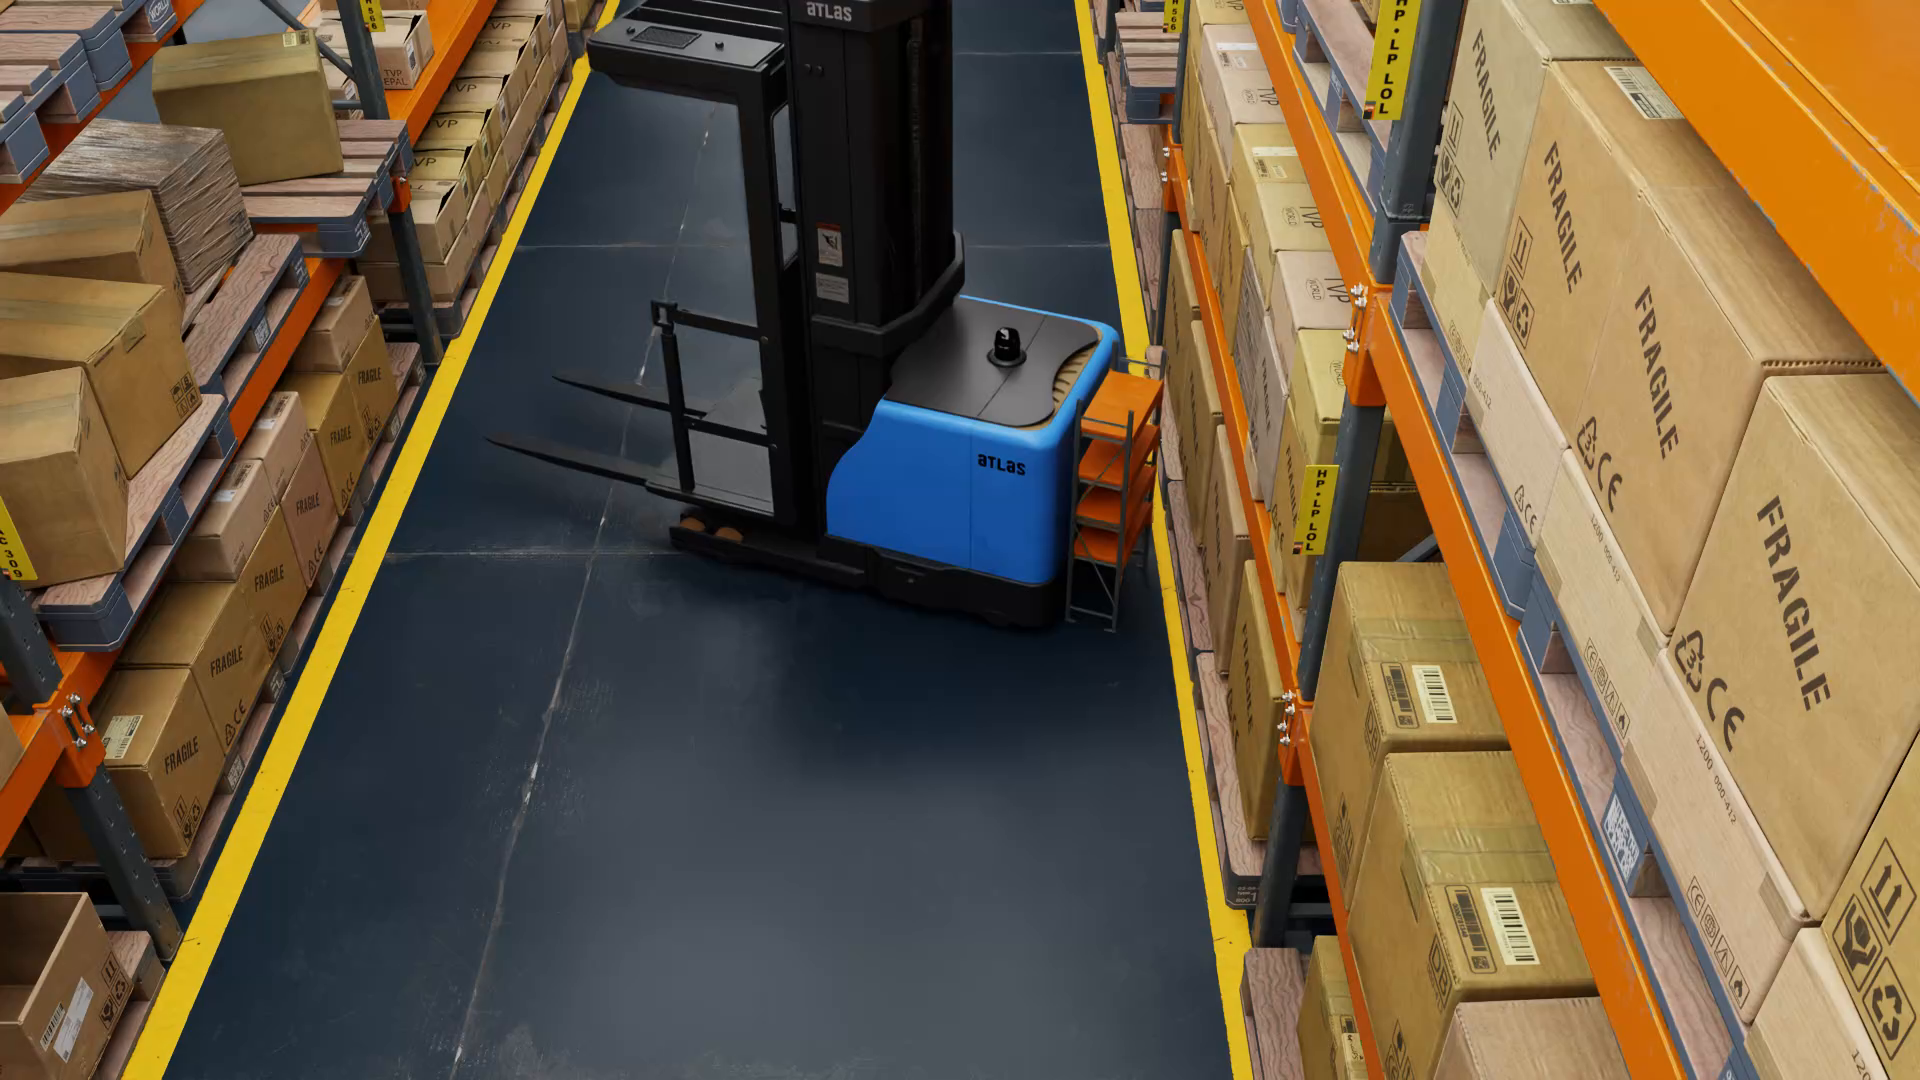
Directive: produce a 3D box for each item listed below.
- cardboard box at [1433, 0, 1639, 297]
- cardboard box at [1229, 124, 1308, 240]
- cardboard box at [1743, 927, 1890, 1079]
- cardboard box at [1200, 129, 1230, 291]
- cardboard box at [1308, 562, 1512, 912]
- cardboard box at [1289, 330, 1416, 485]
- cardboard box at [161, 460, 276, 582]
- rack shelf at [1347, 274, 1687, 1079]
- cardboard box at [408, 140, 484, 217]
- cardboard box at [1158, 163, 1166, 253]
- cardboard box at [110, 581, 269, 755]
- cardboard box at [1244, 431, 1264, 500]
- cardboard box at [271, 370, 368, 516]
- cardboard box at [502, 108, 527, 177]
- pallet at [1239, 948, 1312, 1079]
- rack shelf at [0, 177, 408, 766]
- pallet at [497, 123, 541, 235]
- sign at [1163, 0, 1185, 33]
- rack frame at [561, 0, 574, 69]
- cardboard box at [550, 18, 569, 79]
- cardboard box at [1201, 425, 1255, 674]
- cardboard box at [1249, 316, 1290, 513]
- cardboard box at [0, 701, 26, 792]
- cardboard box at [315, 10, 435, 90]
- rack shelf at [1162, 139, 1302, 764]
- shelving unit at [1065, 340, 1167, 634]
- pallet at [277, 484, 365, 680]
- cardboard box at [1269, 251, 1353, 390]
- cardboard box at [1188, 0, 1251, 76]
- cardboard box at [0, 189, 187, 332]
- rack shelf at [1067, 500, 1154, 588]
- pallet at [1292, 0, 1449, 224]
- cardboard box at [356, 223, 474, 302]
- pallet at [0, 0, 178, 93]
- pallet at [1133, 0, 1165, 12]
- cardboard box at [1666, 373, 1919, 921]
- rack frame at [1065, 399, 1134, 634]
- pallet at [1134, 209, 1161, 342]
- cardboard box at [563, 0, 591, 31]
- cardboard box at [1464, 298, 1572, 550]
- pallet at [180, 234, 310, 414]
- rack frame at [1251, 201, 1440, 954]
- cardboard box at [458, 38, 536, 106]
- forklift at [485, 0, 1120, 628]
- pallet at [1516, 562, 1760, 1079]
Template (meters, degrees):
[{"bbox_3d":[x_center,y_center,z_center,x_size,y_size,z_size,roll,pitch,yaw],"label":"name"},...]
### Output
[{"bbox_3d":[1.300,-0.832,3.341,0.500,0.500,0.500,0,39,0],"label":"cardboard box"},{"bbox_3d":[1.330,-1.375,6.380,0.500,0.250,0.500,-1,39,-1],"label":"cardboard box"},{"bbox_3d":[1.316,0.733,1.988,0.500,0.250,0.500,-1,39,-2],"label":"cardboard box"},{"bbox_3d":[1.310,-1.393,7.001,0.500,0.500,0.500,0,39,0],"label":"cardboard box"},{"bbox_3d":[1.564,0.552,4.669,0.980,0.700,0.700,1,39,1],"label":"cardboard box"},{"bbox_3d":[1.323,-0.418,5.185,0.500,0.250,0.500,1,39,1],"label":"cardboard box"},{"bbox_3d":[-3.132,-0.082,6.746,0.500,0.250,0.500,0,39,0],"label":"cardboard box"},{"bbox_3d":[1.582,0.690,2.912,1.077,0.370,4.000,0,39,0],"label":"rack shelf"},{"bbox_3d":[-3.095,-2.132,9.672,0.500,0.311,0.500,-1,39,-1],"label":"cardboard box"},{"bbox_3d":[1.522,-1.818,9.513,0.700,0.500,0.500,0,39,1],"label":"cardboard box"},{"bbox_3d":[-3.143,0.503,6.616,0.500,0.500,0.500,0,39,1],"label":"cardboard box"},{"bbox_3d":[1.258,-0.277,6.127,0.380,0.149,0.250,0,39,0],"label":"cardboard box"},{"bbox_3d":[-3.143,-0.454,7.810,0.500,0.500,0.500,-1,39,-2],"label":"cardboard box"},{"bbox_3d":[-3.094,-2.545,10.635,0.500,0.250,0.500,1,39,1],"label":"cardboard box"},{"bbox_3d":[1.502,1.893,5.464,1.003,0.211,1.213,0,39,0],"label":"pallet"},{"bbox_3d":[-3.376,-0.635,6.964,1.077,0.370,4.000,0,39,0],"label":"rack shelf"},{"bbox_3d":[-3.339,-2.354,10.764,1.003,0.211,1.213,0,39,0],"label":"pallet"},{"bbox_3d":[1.032,-2.587,7.962,0.100,0.325,0.005,0,39,0],"label":"sign"},{"bbox_3d":[-3.383,-4.667,11.421,1.000,3.000,0.127,0,39,0],"label":"rack frame"},{"bbox_3d":[-3.093,-3.499,11.826,0.500,0.250,0.500,0,39,0],"label":"cardboard box"},{"bbox_3d":[1.445,0.042,6.927,0.750,0.750,0.750,1,39,1],"label":"cardboard box"},{"bbox_3d":[1.316,-0.441,5.813,0.500,0.500,0.500,0,39,0],"label":"cardboard box"},{"bbox_3d":[-3.117,0.609,4.757,0.500,0.500,0.500,1,39,1],"label":"cardboard box"},{"bbox_3d":[-3.186,-2.691,9.026,0.500,0.311,0.500,0,39,-1],"label":"cardboard box"},{"bbox_3d":[1.577,-0.640,6.971,1.077,0.370,4.000,0,39,0],"label":"rack shelf"},{"bbox_3d":[0.679,-0.221,7.311,0.258,1.200,0.503,14,41,16],"label":"shelving unit"},{"bbox_3d":[-3.417,0.150,7.640,1.003,0.211,1.213,0,39,0],"label":"pallet"},{"bbox_3d":[1.332,-0.738,5.584,0.500,0.250,0.500,1,39,1],"label":"cardboard box"},{"bbox_3d":[1.318,-2.325,7.565,0.500,0.250,0.500,1,39,1],"label":"cardboard box"},{"bbox_3d":[-3.438,-0.972,6.394,0.700,0.500,0.500,-9,40,-11],"label":"cardboard box"},{"bbox_3d":[0.679,-0.013,7.477,0.258,0.148,0.480,14,41,16],"label":"rack shelf"},{"bbox_3d":[1.529,-1.340,5.023,0.805,0.209,1.217,-1,39,-2],"label":"pallet"},{"bbox_3d":[-3.086,-1.585,9.437,0.500,0.250,0.500,0,39,0],"label":"cardboard box"},{"bbox_3d":[-3.309,-1.818,5.617,1.213,0.211,1.003,0,39,0],"label":"pallet"},{"bbox_3d":[1.532,-3.335,9.912,1.003,0.211,1.213,0,39,0],"label":"pallet"},{"bbox_3d":[1.312,0.127,2.145,0.500,0.500,0.500,-2,39,-2],"label":"cardboard box"},{"bbox_3d":[0.590,-0.078,7.134,0.240,1.200,0.015,14,41,16],"label":"rack frame"},{"bbox_3d":[1.576,-1.572,9.789,1.003,0.211,1.213,0,39,0],"label":"pallet"},{"bbox_3d":[-3.081,-4.049,12.512,0.500,0.250,0.500,0,39,0],"label":"cardboard box"},{"bbox_3d":[1.303,-0.234,3.195,0.500,0.250,0.500,-1,39,-1],"label":"cardboard box"},{"bbox_3d":[-3.372,-0.875,6.842,1.003,0.211,1.213,0,39,0],"label":"pallet"},{"bbox_3d":[1.580,0.329,5.186,1.000,3.000,0.127,0,39,0],"label":"rack frame"},{"bbox_3d":[-3.091,-3.087,10.863,0.500,0.311,0.500,0,39,0],"label":"cardboard box"},{"bbox_3d":[-0.836,-1.330,7.311,3.031,2.935,1.130,14,41,16],"label":"forklift"},{"bbox_3d":[1.569,0.466,2.687,1.003,0.211,1.213,0,39,0],"label":"pallet"}]
